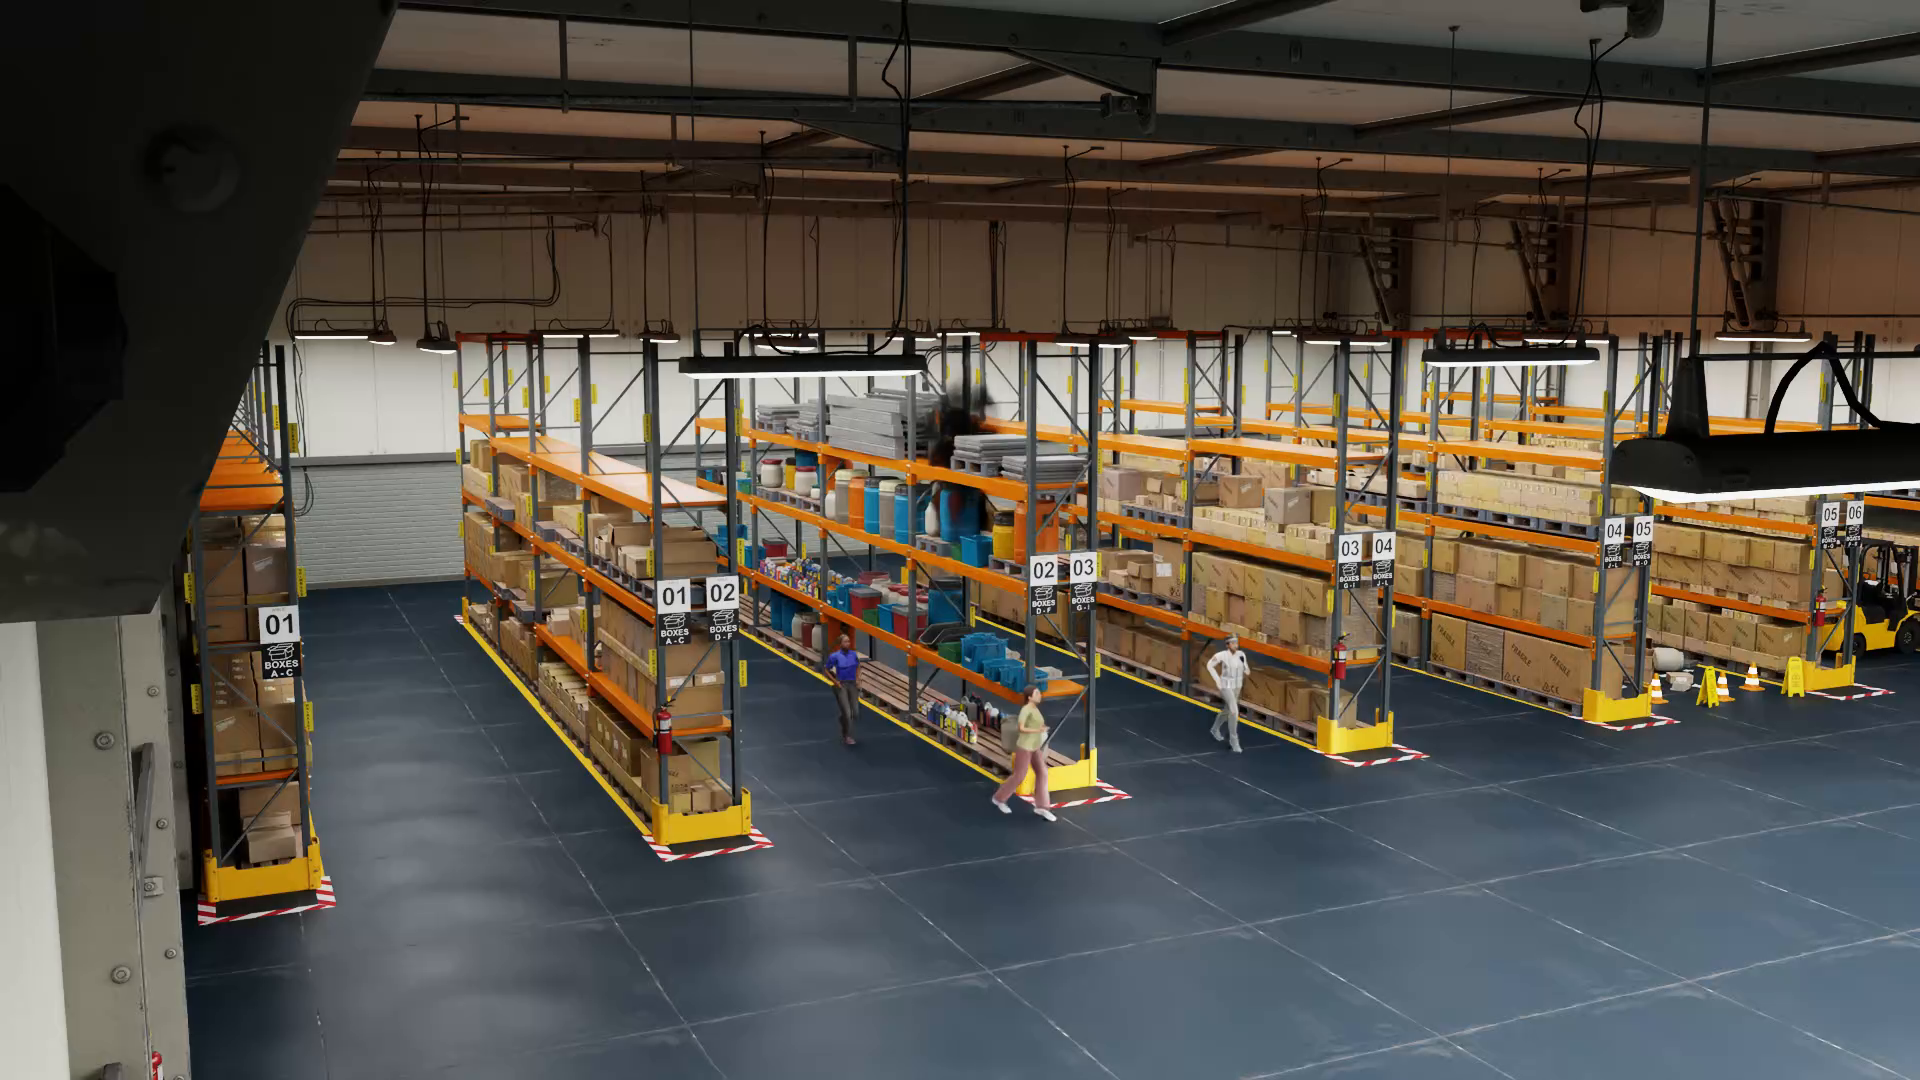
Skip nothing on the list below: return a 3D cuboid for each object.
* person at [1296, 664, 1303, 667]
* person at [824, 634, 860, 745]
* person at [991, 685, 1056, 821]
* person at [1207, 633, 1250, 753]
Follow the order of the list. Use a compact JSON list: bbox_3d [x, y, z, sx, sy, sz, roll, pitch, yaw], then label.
[{"bbox_3d":[6.137,1.376,30.412,0.664,1.833,0.783,-4,9,-29],"label":"person"},{"bbox_3d":[-1.744,2.202,24.762,0.587,1.626,0.601,-5,9,-31],"label":"person"},{"bbox_3d":[0.848,2.671,21.081,0.859,1.701,0.585,3,8,23],"label":"person"},{"bbox_3d":[3.978,2.211,24.487,0.569,1.754,0.760,-5,9,-30],"label":"person"}]
